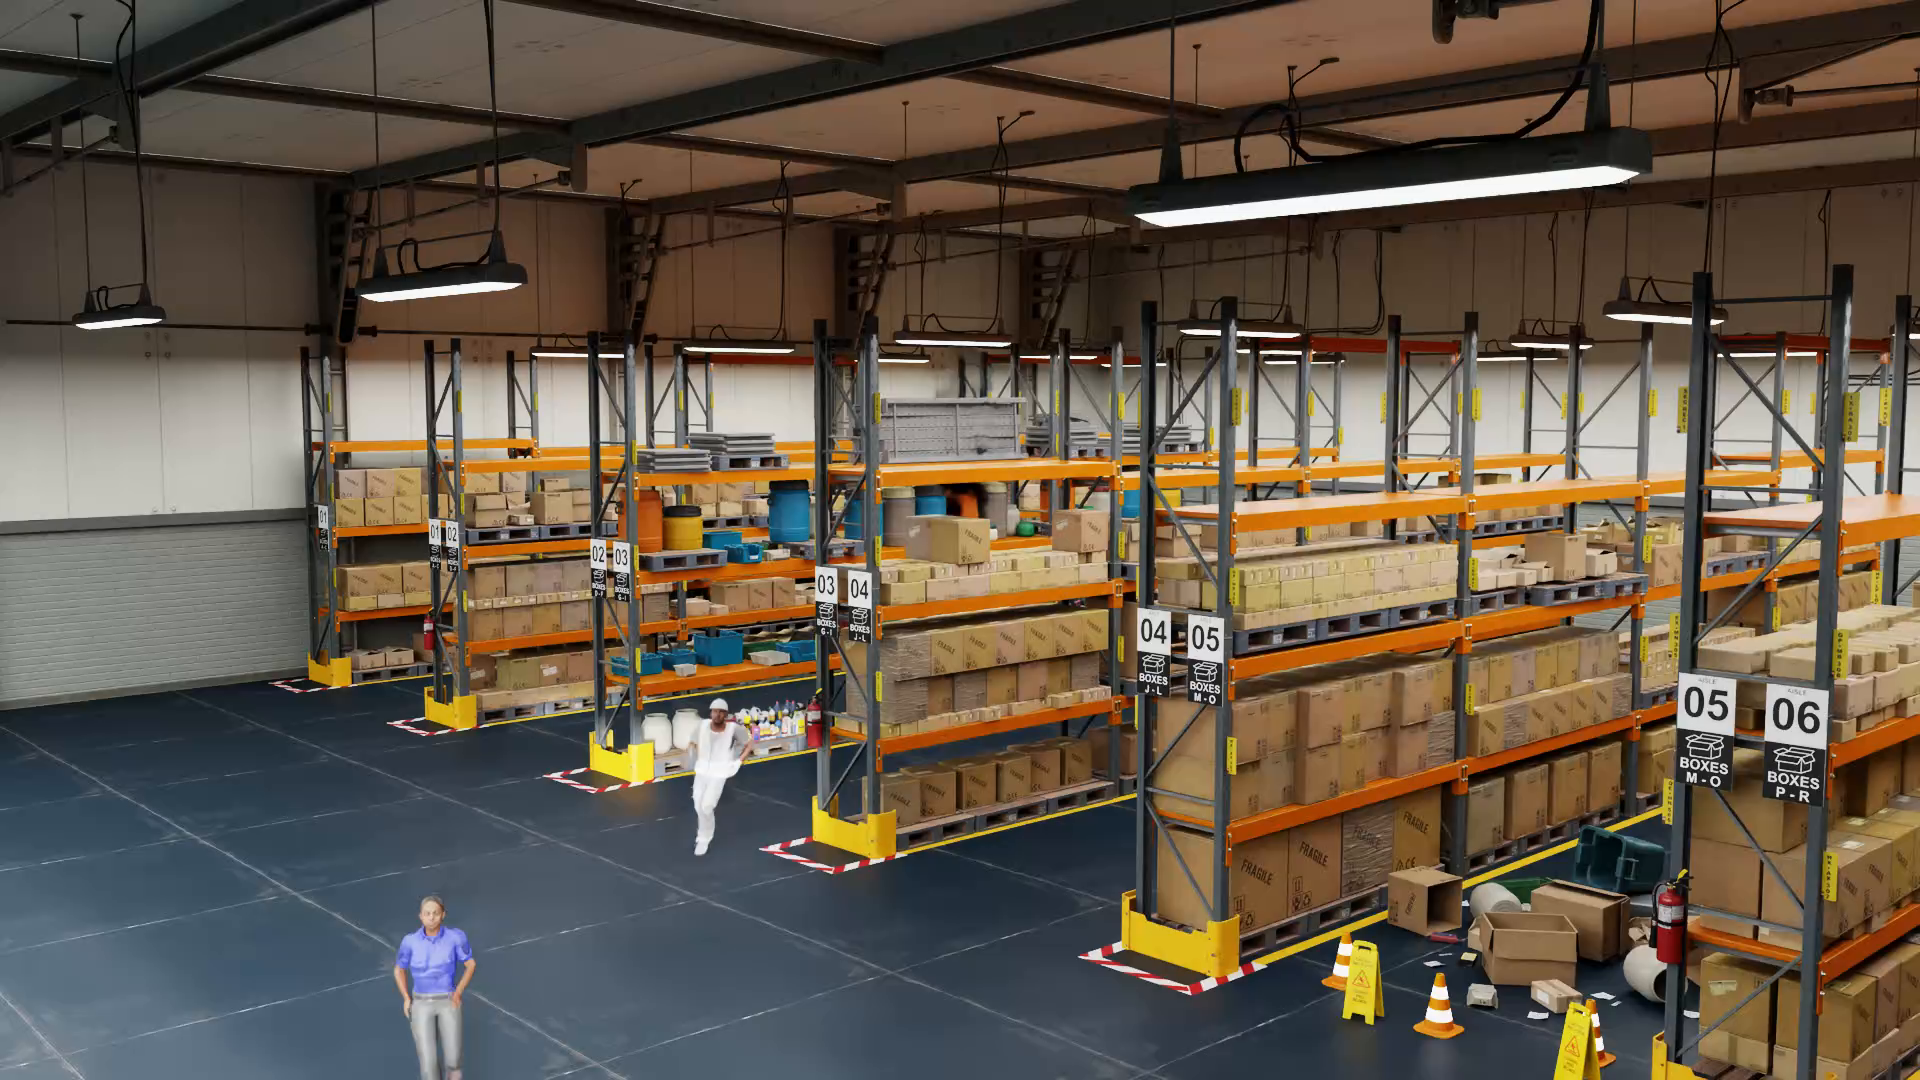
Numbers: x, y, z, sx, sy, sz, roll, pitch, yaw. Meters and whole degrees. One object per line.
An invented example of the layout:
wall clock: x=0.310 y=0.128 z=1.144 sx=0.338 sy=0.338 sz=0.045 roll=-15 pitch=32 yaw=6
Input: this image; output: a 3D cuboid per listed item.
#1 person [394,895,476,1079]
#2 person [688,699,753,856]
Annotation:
person: x=-3.740 y=3.321 z=11.849 sx=0.562 sy=1.609 sz=0.540 roll=-1 pitch=5 yaw=-14
person: x=-2.751 y=2.660 z=18.684 sx=0.686 sy=1.783 sz=0.693 roll=2 pitch=5 yaw=20
